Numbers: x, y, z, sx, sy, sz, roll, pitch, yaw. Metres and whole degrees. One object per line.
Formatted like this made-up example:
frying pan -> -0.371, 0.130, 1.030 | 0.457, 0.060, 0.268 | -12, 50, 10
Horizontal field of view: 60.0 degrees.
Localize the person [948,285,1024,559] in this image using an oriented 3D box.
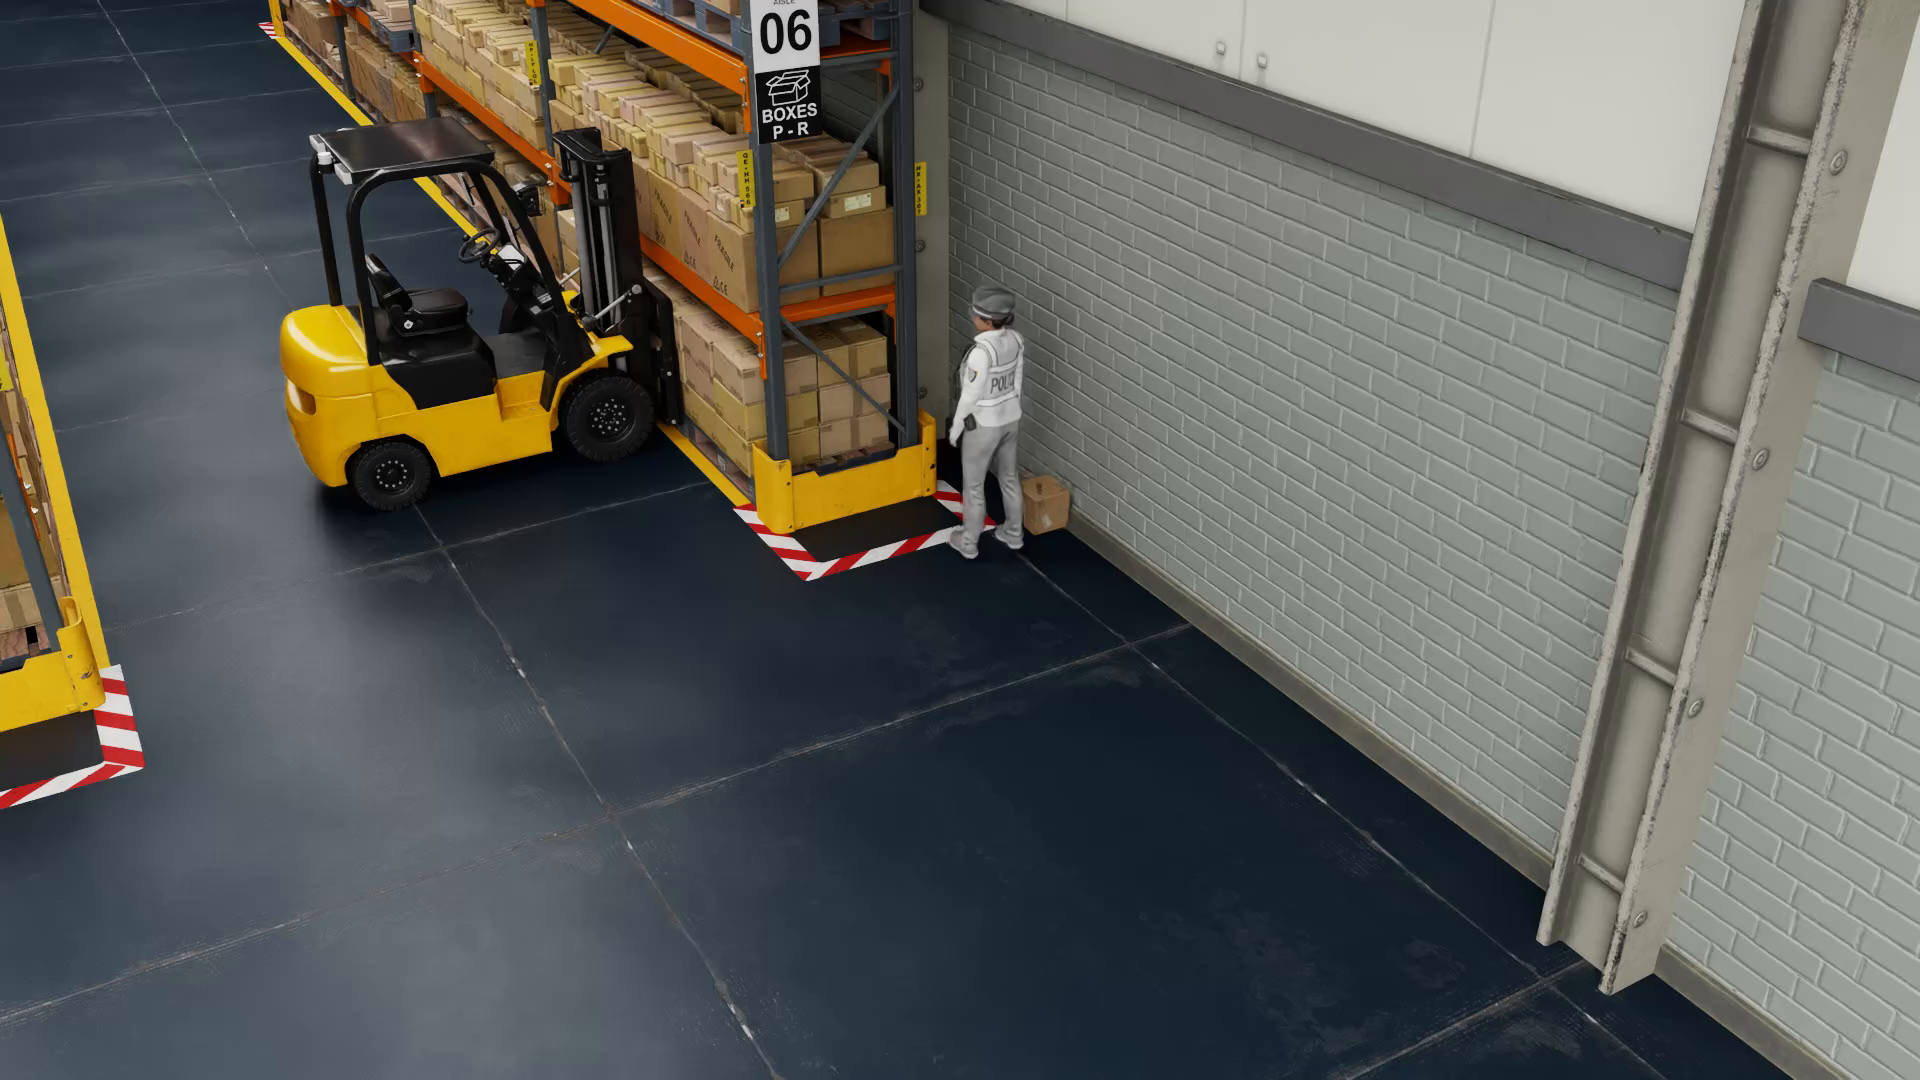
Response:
person -> 0.156, -0.681, 9.710 | 0.434, 1.684, 0.515 | 22, 36, 34
